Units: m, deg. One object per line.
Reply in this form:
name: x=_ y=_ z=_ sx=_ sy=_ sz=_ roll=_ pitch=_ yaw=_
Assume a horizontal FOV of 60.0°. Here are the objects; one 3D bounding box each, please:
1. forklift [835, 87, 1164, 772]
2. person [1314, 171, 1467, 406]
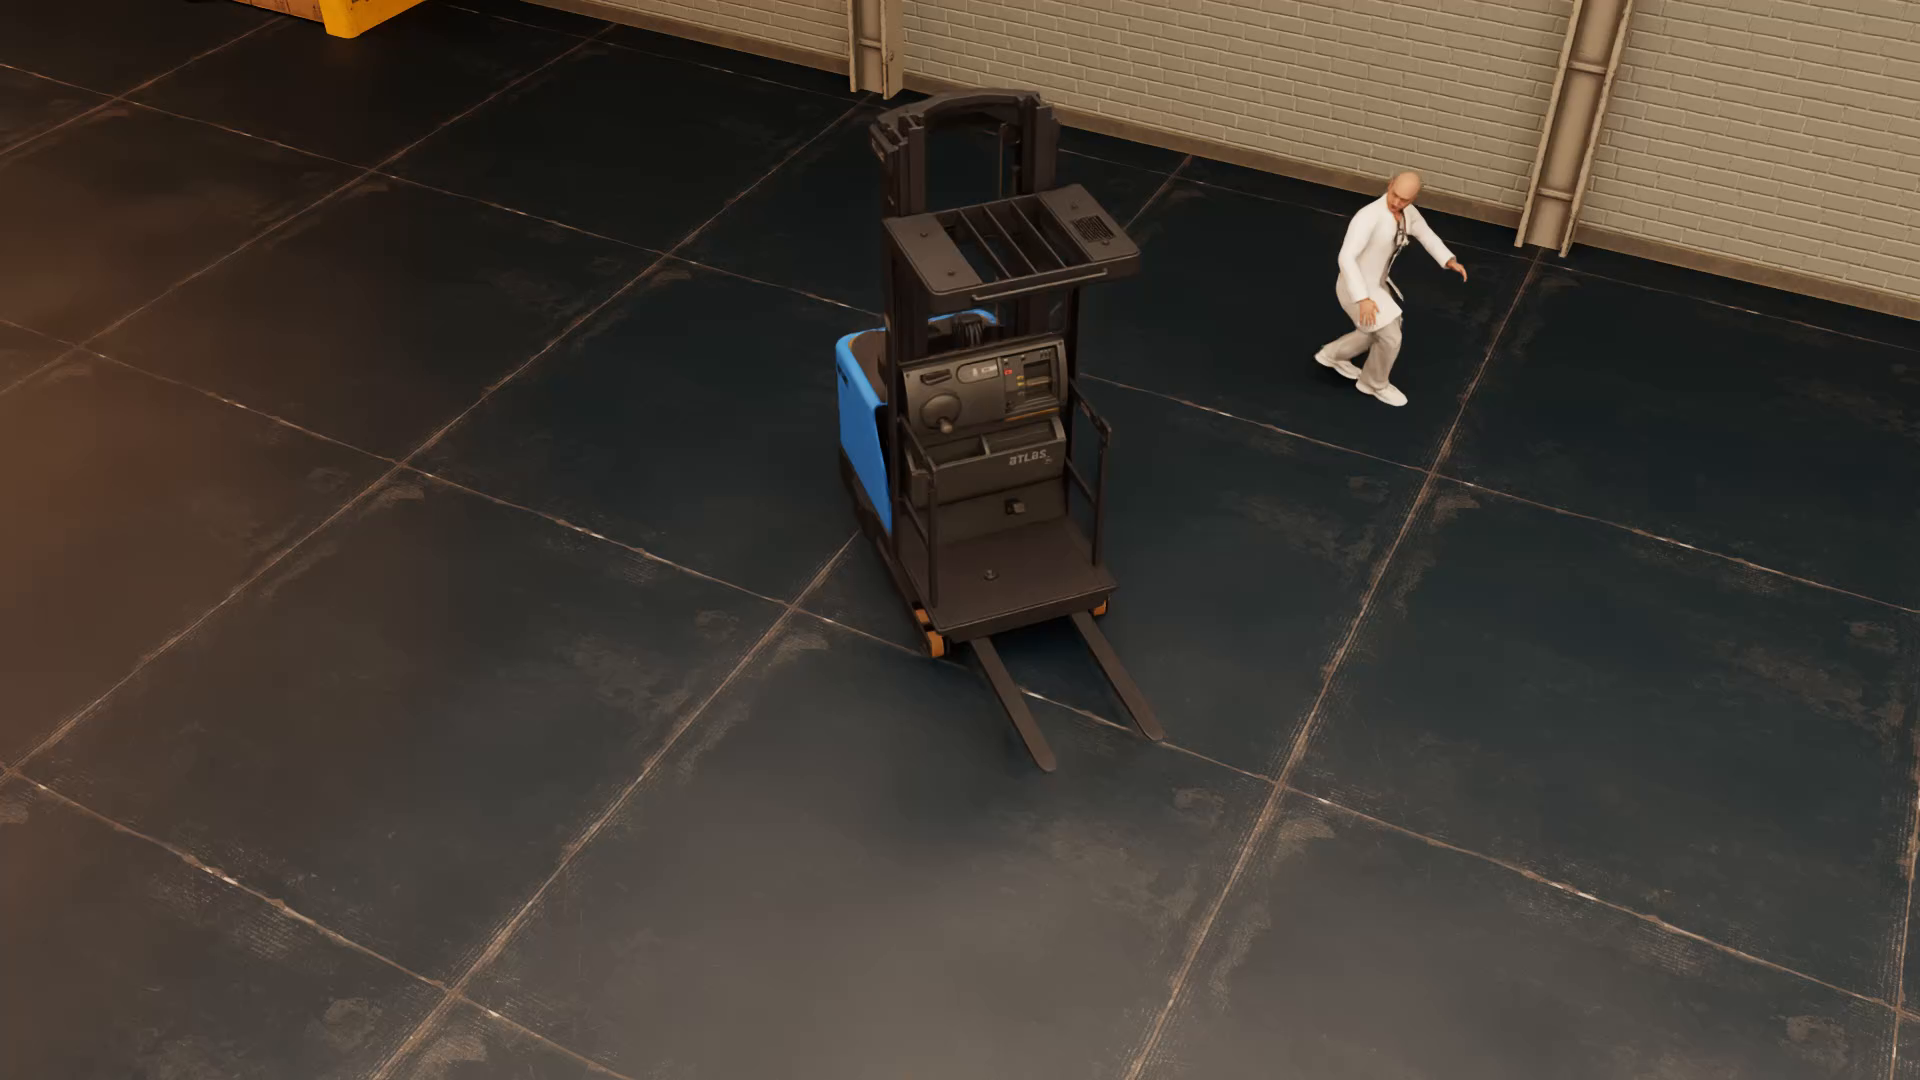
forklift: x=0.221 y=-0.754 z=8.881 sx=1.130 sy=2.935 sz=3.031 roll=-14 pitch=42 yaw=-16
person: x=2.814 y=-1.619 z=10.908 sx=0.868 sy=1.652 sz=0.903 roll=21 pitch=44 yaw=23
